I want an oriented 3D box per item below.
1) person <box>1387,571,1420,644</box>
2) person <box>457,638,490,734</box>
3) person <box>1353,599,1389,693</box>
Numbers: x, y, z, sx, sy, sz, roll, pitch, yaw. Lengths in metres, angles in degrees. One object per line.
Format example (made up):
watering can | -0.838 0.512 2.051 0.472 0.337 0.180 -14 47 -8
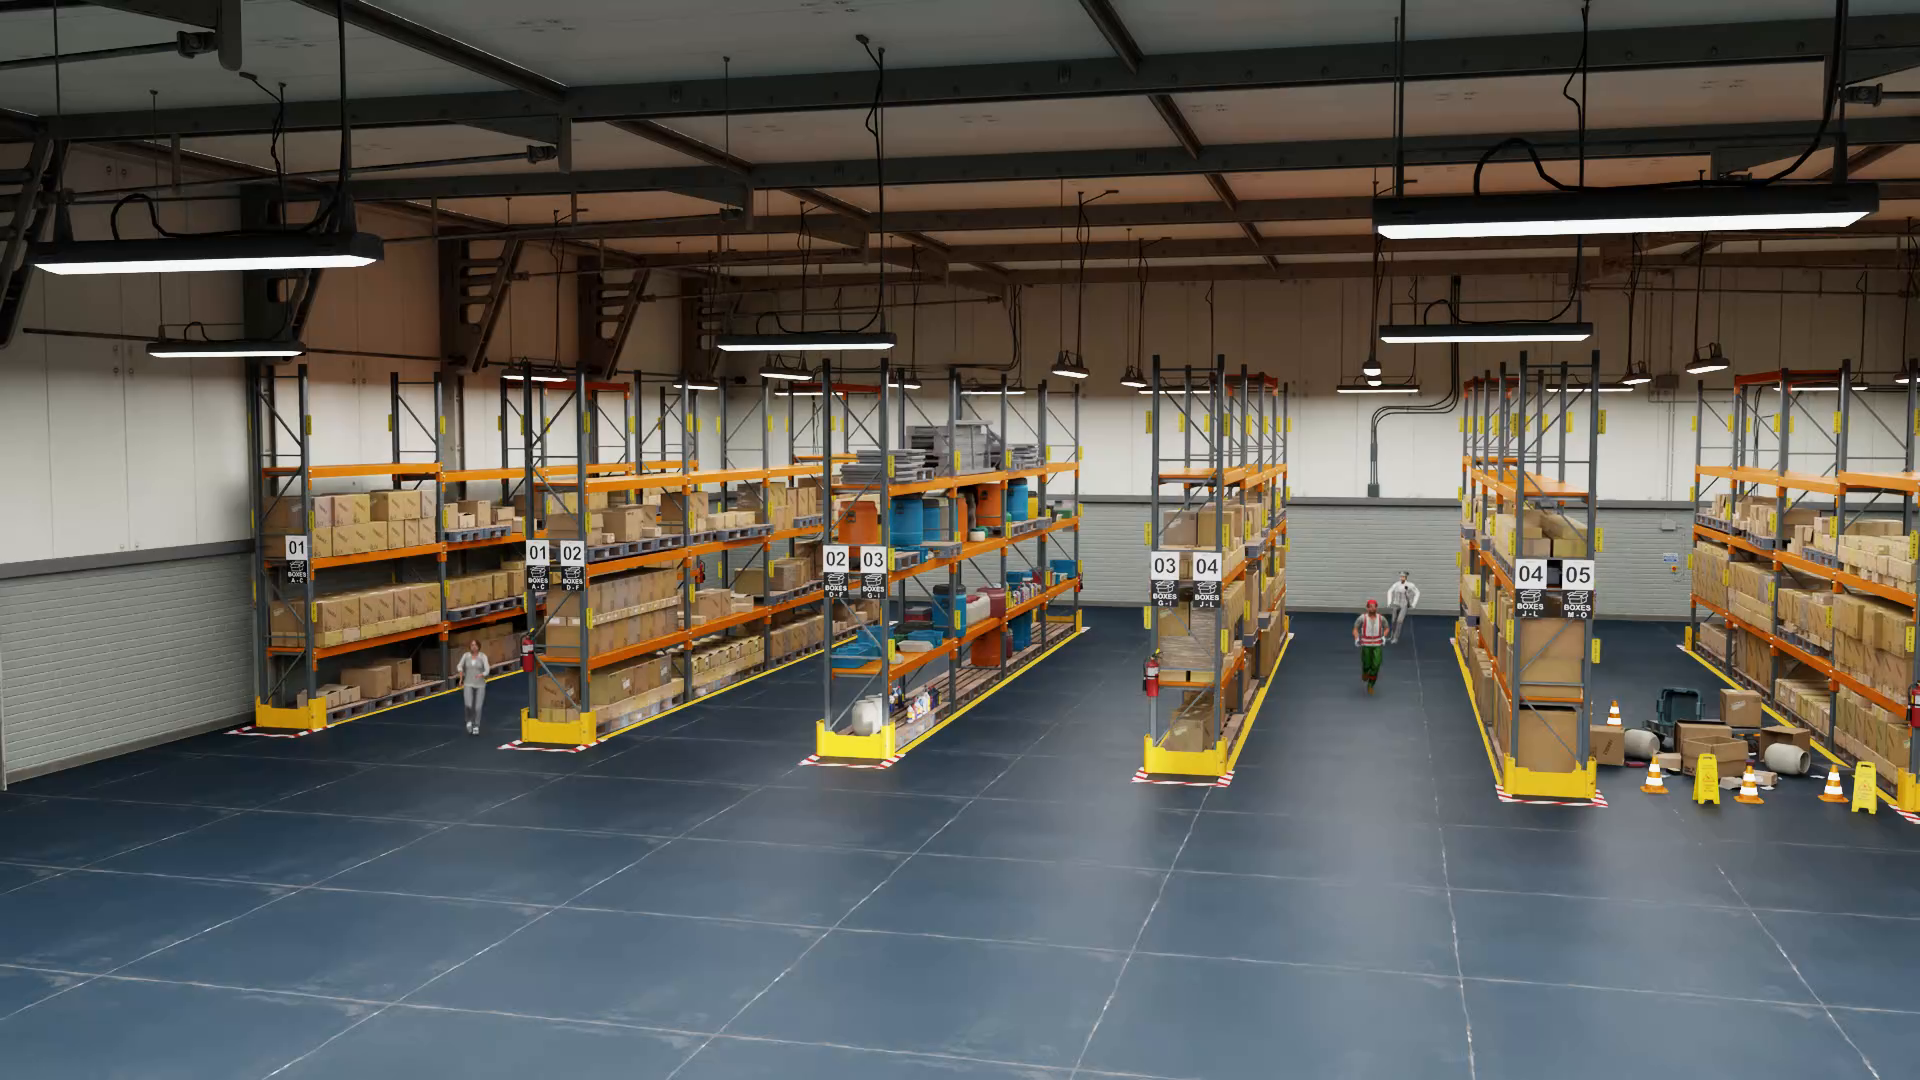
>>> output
person | 10.089 1.524 38.114 0.762 1.659 0.798 3 5 36
person | -7.826 2.366 26.762 0.512 1.559 0.592 -1 4 -15
person | 7.751 1.987 31.320 0.670 1.752 0.611 0 4 6
